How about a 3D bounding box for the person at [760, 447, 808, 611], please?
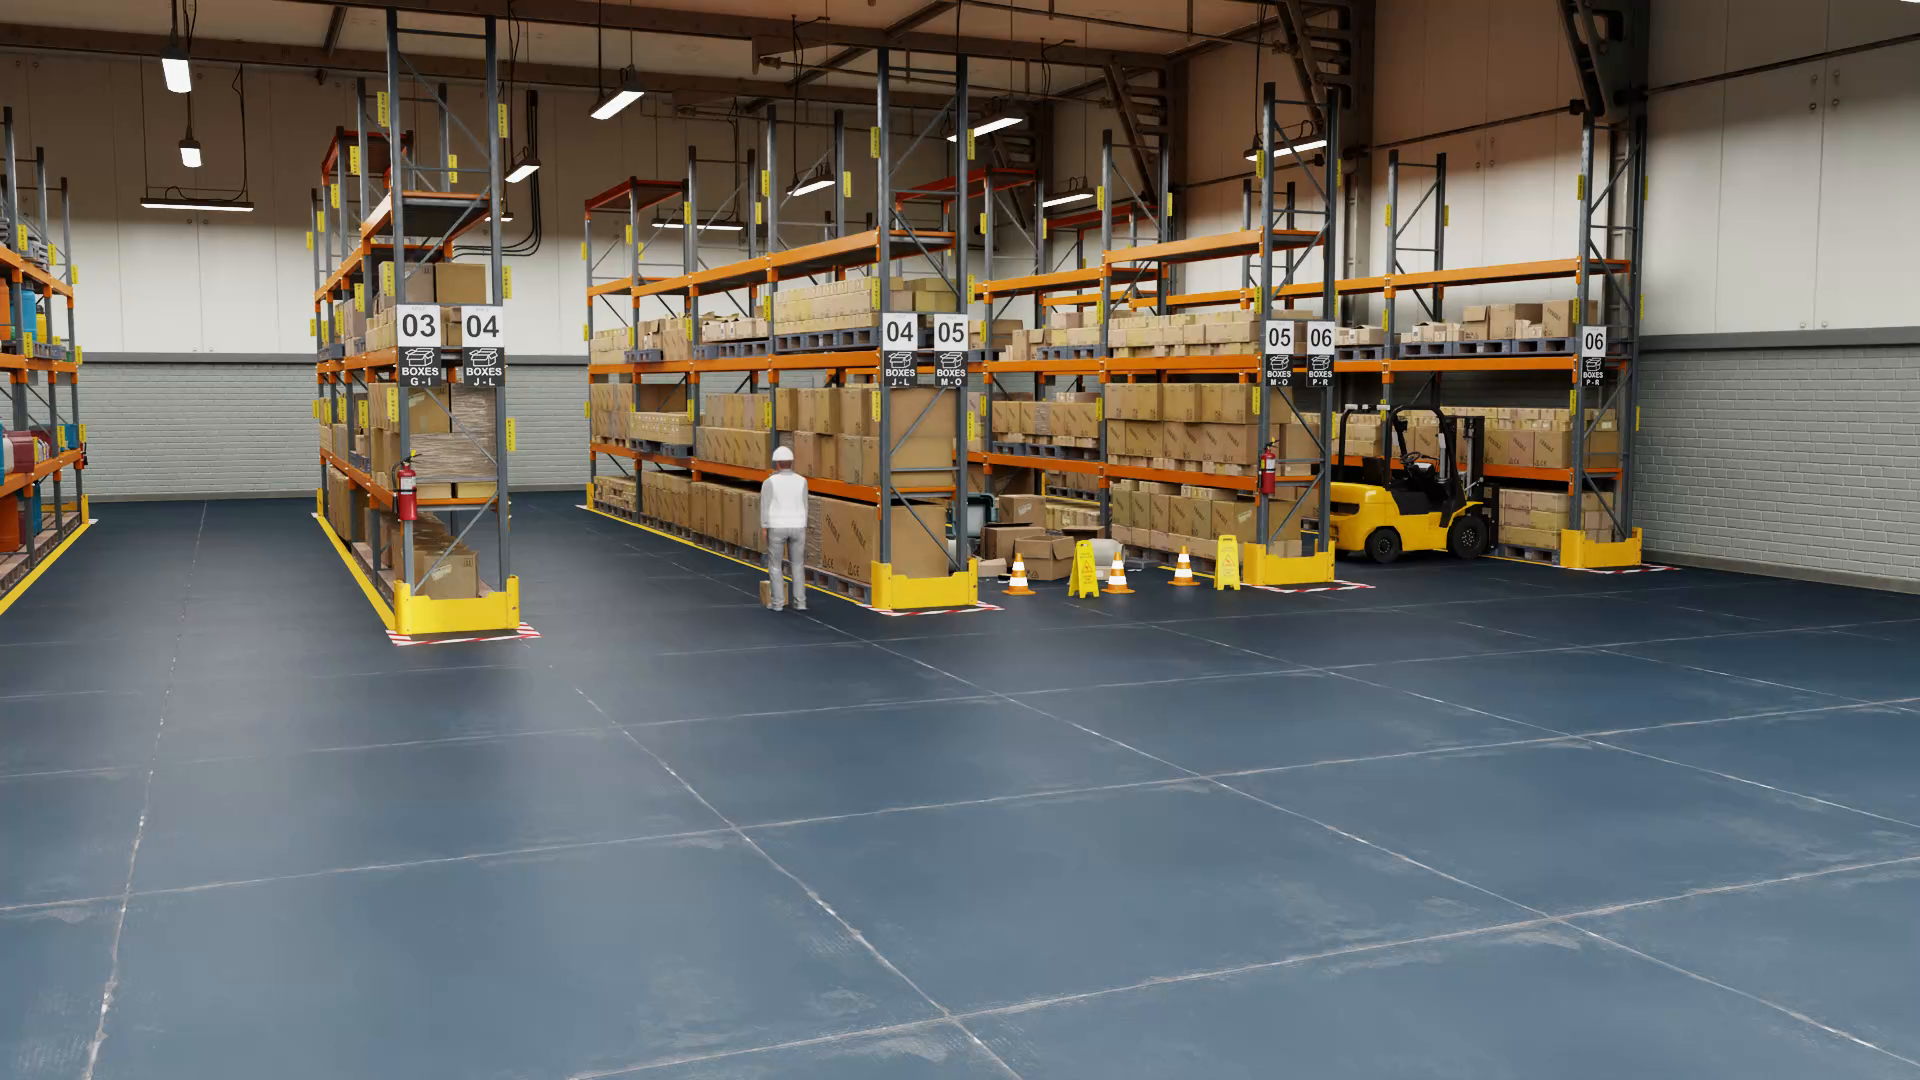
[{"bbox_3d":[-1.902,-0.117,17.967,0.533,1.771,0.357,-2,6,-23],"label":"person"}]
